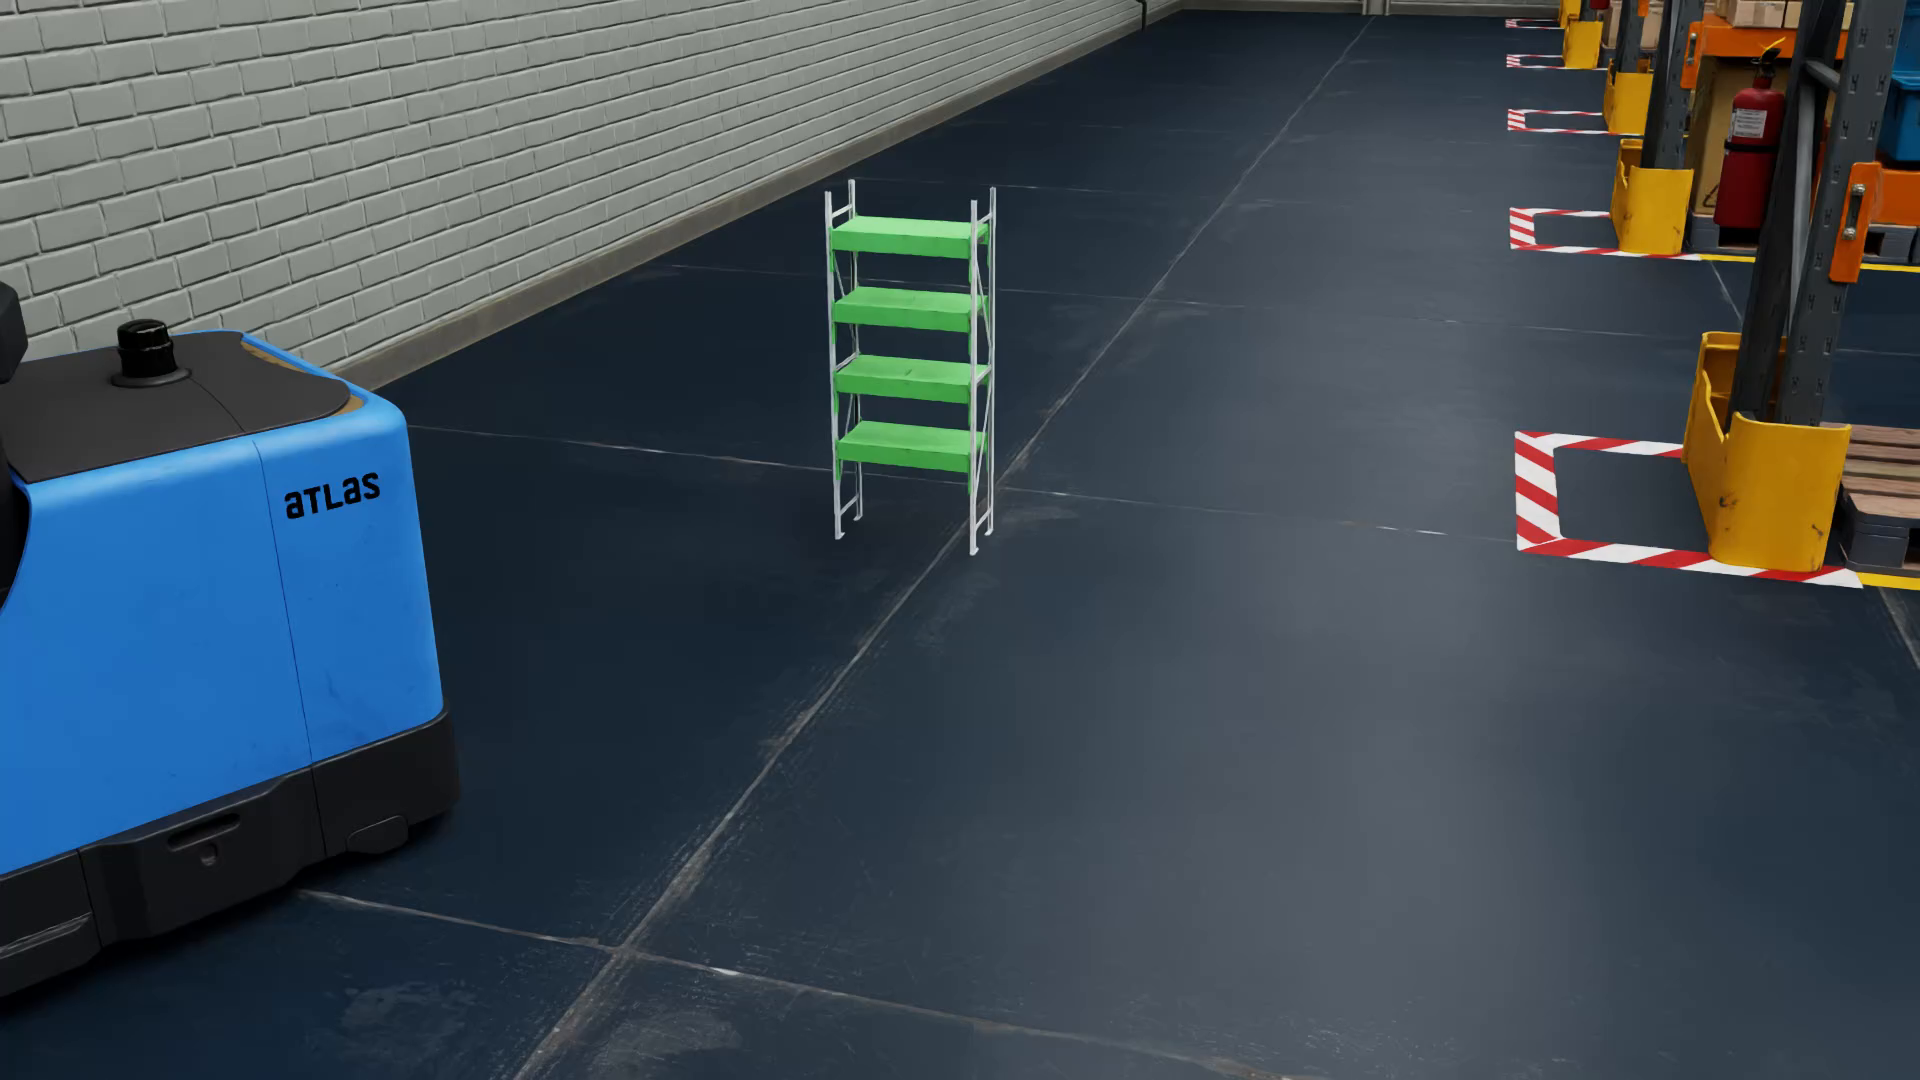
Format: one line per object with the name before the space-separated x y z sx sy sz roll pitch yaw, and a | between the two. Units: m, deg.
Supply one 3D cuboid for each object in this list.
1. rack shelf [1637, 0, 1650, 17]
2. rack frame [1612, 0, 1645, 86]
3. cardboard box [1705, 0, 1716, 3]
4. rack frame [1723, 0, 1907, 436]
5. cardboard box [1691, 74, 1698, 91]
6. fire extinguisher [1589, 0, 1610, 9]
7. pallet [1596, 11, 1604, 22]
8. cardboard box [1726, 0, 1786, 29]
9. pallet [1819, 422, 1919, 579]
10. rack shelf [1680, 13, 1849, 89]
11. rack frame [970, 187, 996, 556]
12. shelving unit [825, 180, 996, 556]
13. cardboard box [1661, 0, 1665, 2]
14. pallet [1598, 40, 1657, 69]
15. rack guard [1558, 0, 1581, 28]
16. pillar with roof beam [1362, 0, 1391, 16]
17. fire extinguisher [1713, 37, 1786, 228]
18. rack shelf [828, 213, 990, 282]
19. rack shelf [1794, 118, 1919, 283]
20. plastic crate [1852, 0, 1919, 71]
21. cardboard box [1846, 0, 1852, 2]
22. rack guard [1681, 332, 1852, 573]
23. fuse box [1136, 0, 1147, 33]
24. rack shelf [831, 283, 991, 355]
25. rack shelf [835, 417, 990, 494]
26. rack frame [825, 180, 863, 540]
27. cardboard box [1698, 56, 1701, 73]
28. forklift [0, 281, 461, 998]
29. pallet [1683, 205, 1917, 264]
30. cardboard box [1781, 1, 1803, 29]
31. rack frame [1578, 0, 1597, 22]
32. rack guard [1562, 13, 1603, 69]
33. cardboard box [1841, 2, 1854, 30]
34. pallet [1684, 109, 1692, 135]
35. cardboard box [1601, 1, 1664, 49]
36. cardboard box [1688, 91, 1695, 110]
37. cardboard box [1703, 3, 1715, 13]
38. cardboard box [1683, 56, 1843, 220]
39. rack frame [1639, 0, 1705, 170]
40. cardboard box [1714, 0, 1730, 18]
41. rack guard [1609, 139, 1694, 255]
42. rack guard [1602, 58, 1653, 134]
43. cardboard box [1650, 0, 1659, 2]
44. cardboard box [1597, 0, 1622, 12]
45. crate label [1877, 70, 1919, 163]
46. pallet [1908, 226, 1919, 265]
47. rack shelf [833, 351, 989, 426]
rack shelf | 7.759 -4.543 13.842 4.000 0.370 1.077 7 23 16
rack frame | 5.845 -5.095 14.240 0.127 3.000 1.000 7 23 16
cardboard box | 10.451 -7.443 22.703 0.500 0.500 0.500 7 23 17
rack frame | 2.884 -1.505 5.486 0.127 3.000 1.000 7 23 16
cardboard box | 6.272 -3.958 14.277 0.250 0.149 0.380 8 23 18
fire extinguisher | 5.737 -5.082 14.801 0.183 0.674 0.296 7 23 16
pallet | 9.444 -7.323 23.345 1.213 0.211 1.003 7 23 16
cardboard box | 4.560 -3.029 9.534 0.250 0.149 0.380 7 23 16
pallet | 3.663 -0.110 5.761 1.213 0.211 1.003 7 23 16
rack shelf | 6.230 -2.752 9.475 4.000 0.370 1.077 7 23 16
rack frame | 0.075 -0.547 5.521 0.015 1.200 0.240 7 23 16
shelving unit | -0.158 -0.573 5.587 0.503 1.200 0.258 7 23 16
cardboard box | 9.973 -7.537 22.933 0.500 0.500 0.700 8 23 18
pallet | 7.966 -5.556 19.036 1.213 0.211 1.003 7 23 16
rack guard | 8.681 -7.544 23.503 0.348 0.500 1.175 7 23 16
pillar with roof beam | 5.043 -10.543 19.616 0.400 9.000 9.100 7 23 16
fire extinguisher | 2.871 -1.478 6.015 0.183 0.674 0.296 7 23 16
rack shelf | -0.158 -0.958 5.429 0.480 0.148 0.258 7 23 16
rack shelf | 4.799 -0.953 5.088 4.000 0.370 1.077 7 23 16
plastic crate | 3.259 -1.580 5.544 0.499 0.435 0.616 7 23 16
cardboard box | 5.196 -3.167 9.345 0.500 0.250 0.500 6 23 15
rack guard | 2.858 -0.346 5.956 0.348 0.500 1.175 7 23 16
fuse box | 2.519 -7.666 22.204 0.414 1.711 0.539 7 23 16
rack shelf | -0.158 -0.736 5.520 0.480 0.148 0.258 7 23 16
rack shelf | -0.158 -0.292 5.702 0.480 0.148 0.258 7 23 16
rack frame | -0.392 -0.600 5.652 0.015 1.200 0.240 7 23 16
cardboard box | 6.248 -4.065 14.147 0.250 0.149 0.380 5 23 13
forklift | -2.632 -0.407 2.901 3.031 2.935 1.130 -20 29 -40
pallet | 5.103 -1.955 10.258 1.213 0.211 1.003 7 23 16
cardboard box | 4.806 -3.002 9.467 0.250 0.149 0.380 6 23 15
rack frame | 7.178 -6.905 18.651 0.127 3.000 1.000 7 23 16
rack guard | 7.155 -5.751 19.132 0.348 0.500 1.175 7 23 16
cardboard box | 5.051 -2.974 9.398 0.250 0.149 0.380 6 23 14
pallet | 6.685 -3.695 14.500 1.213 0.211 1.003 7 23 16
cardboard box | 7.839 -5.878 18.970 0.875 0.438 0.875 6 23 14
cardboard box | 6.254 -3.797 14.277 0.250 0.149 0.380 7 23 17
cardboard box | 8.717 -5.781 18.733 0.875 0.438 0.875 7 23 17
cardboard box | 4.951 -2.475 10.097 0.875 0.875 0.875 7 23 16
rack frame | 4.315 -3.304 9.873 0.127 3.000 1.000 7 23 16
cardboard box | 4.751 -3.269 10.118 0.250 0.149 0.380 7 23 17
rack guard | 4.292 -2.151 10.354 0.348 0.500 1.175 7 23 16
rack guard | 5.917 -3.931 14.694 0.348 0.500 1.175 7 23 16
cardboard box | 9.562 -7.422 23.115 0.250 0.149 0.380 6 23 13
cardboard box | 9.166 -7.647 23.195 0.637 0.503 0.797 6 23 13
crate label | 3.026 -1.309 5.149 0.303 0.233 0.416 7 23 16
pallet | 6.267 -1.821 9.930 1.213 0.211 1.003 7 23 16
rack shelf | -0.158 -0.514 5.611 0.480 0.148 0.258 7 23 16
